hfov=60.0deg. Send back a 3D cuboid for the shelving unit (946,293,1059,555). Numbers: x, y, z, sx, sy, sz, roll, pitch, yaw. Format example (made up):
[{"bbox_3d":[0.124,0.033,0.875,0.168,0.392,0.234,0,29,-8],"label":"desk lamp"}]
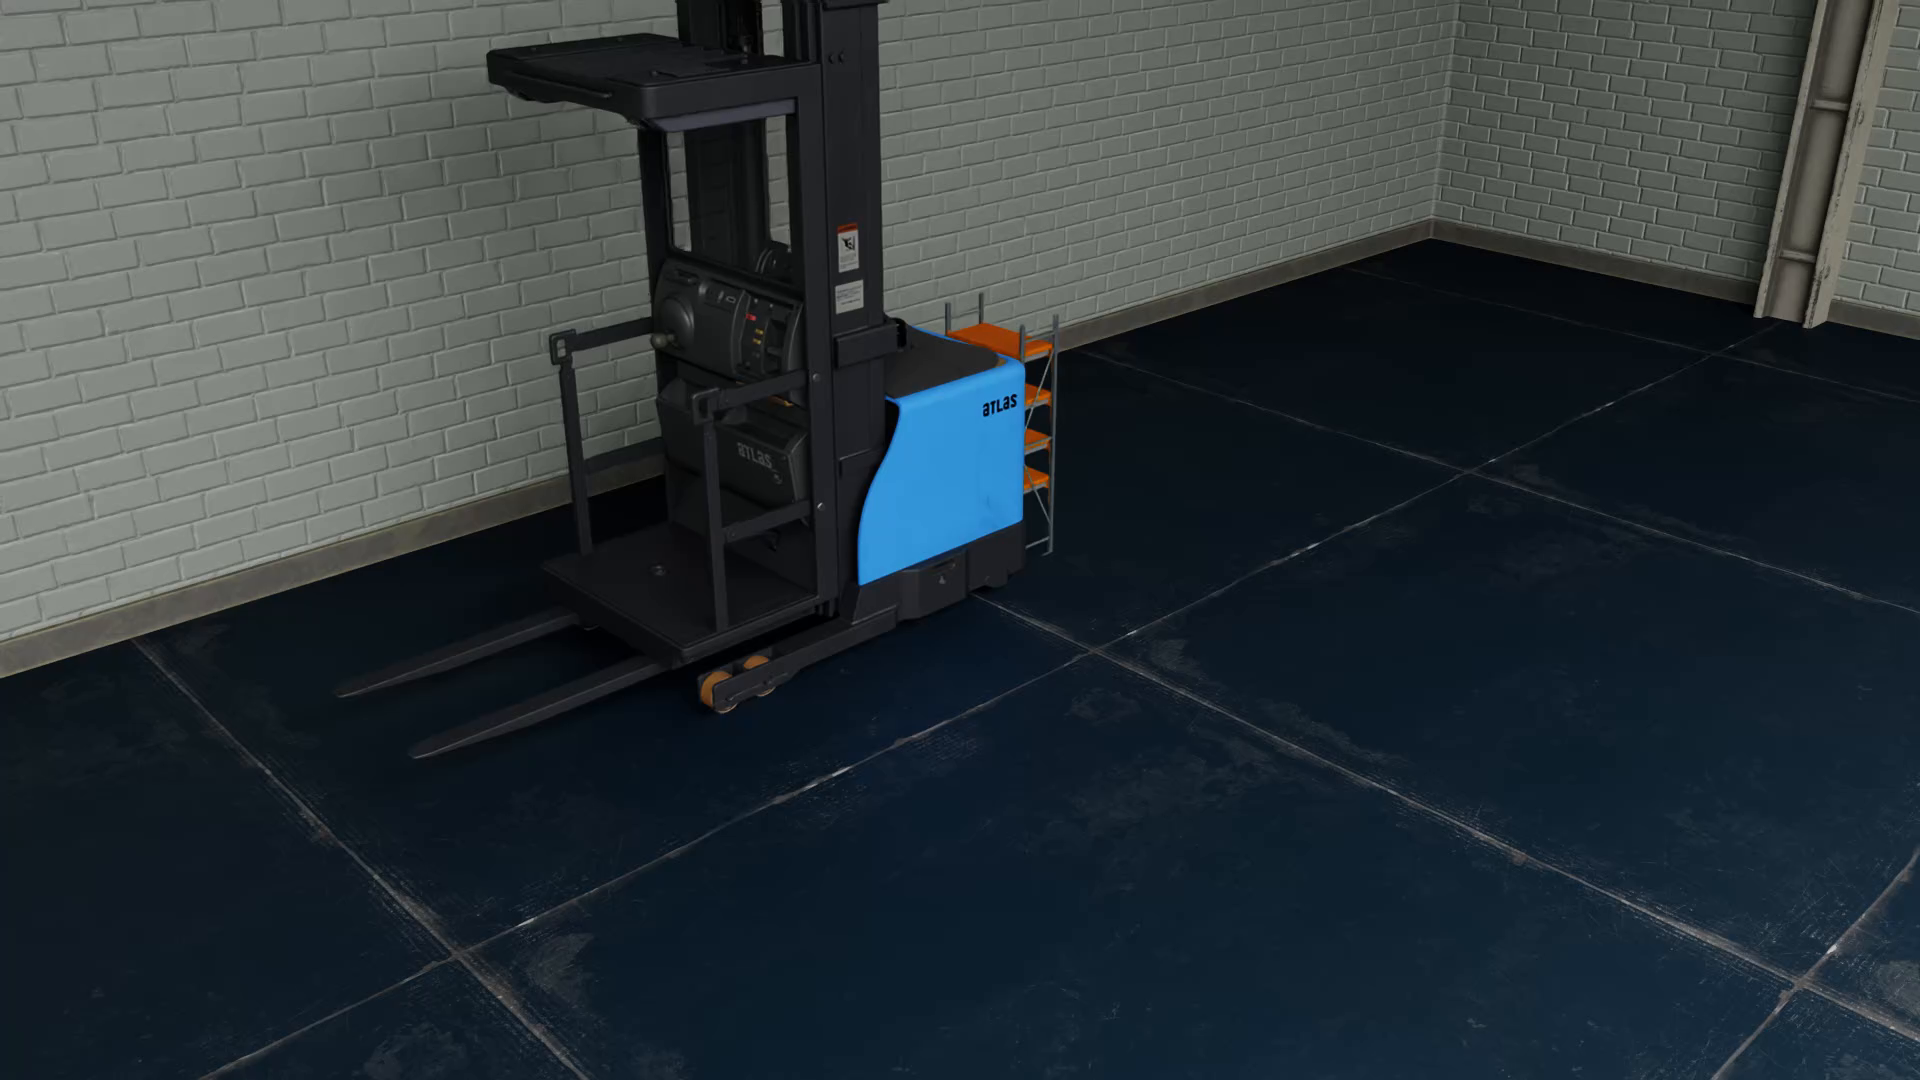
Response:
[{"bbox_3d":[0.192,-0.527,7.959,0.258,1.200,0.503,-22,32,-39],"label":"shelving unit"}]

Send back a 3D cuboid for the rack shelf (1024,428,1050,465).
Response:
[{"bbox_3d":[0.192,-0.466,7.987,0.258,0.148,0.480,-22,32,-39],"label":"rack shelf"}]

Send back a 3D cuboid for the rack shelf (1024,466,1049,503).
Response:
[{"bbox_3d":[0.191,-0.285,8.069,0.258,0.148,0.480,-22,32,-39],"label":"rack shelf"}]

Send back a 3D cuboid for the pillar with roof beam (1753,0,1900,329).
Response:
[{"bbox_3d":[2.680,-4.429,7.117,9.100,9.000,0.400,-21,32,-38],"label":"pillar with roof beam"}]

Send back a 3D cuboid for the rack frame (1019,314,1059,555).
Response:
[{"bbox_3d":[0.360,-0.454,7.799,0.240,1.200,0.015,-22,32,-39],"label":"rack frame"}]

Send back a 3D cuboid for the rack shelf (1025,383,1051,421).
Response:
[{"bbox_3d":[0.192,-0.669,7.894,0.258,0.148,0.480,-22,32,-39],"label":"rack shelf"}]

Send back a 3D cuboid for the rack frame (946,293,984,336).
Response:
[{"bbox_3d":[0.023,-0.600,8.119,0.240,1.200,0.015,-22,32,-39],"label":"rack frame"}]

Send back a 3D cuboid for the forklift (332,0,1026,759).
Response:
[{"bbox_3d":[-1.104,-0.878,6.643,3.031,2.935,1.130,-22,32,-39],"label":"forklift"}]

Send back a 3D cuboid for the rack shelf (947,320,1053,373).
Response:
[{"bbox_3d":[0.192,-0.885,7.796,0.258,0.148,0.480,-22,32,-39],"label":"rack shelf"}]
